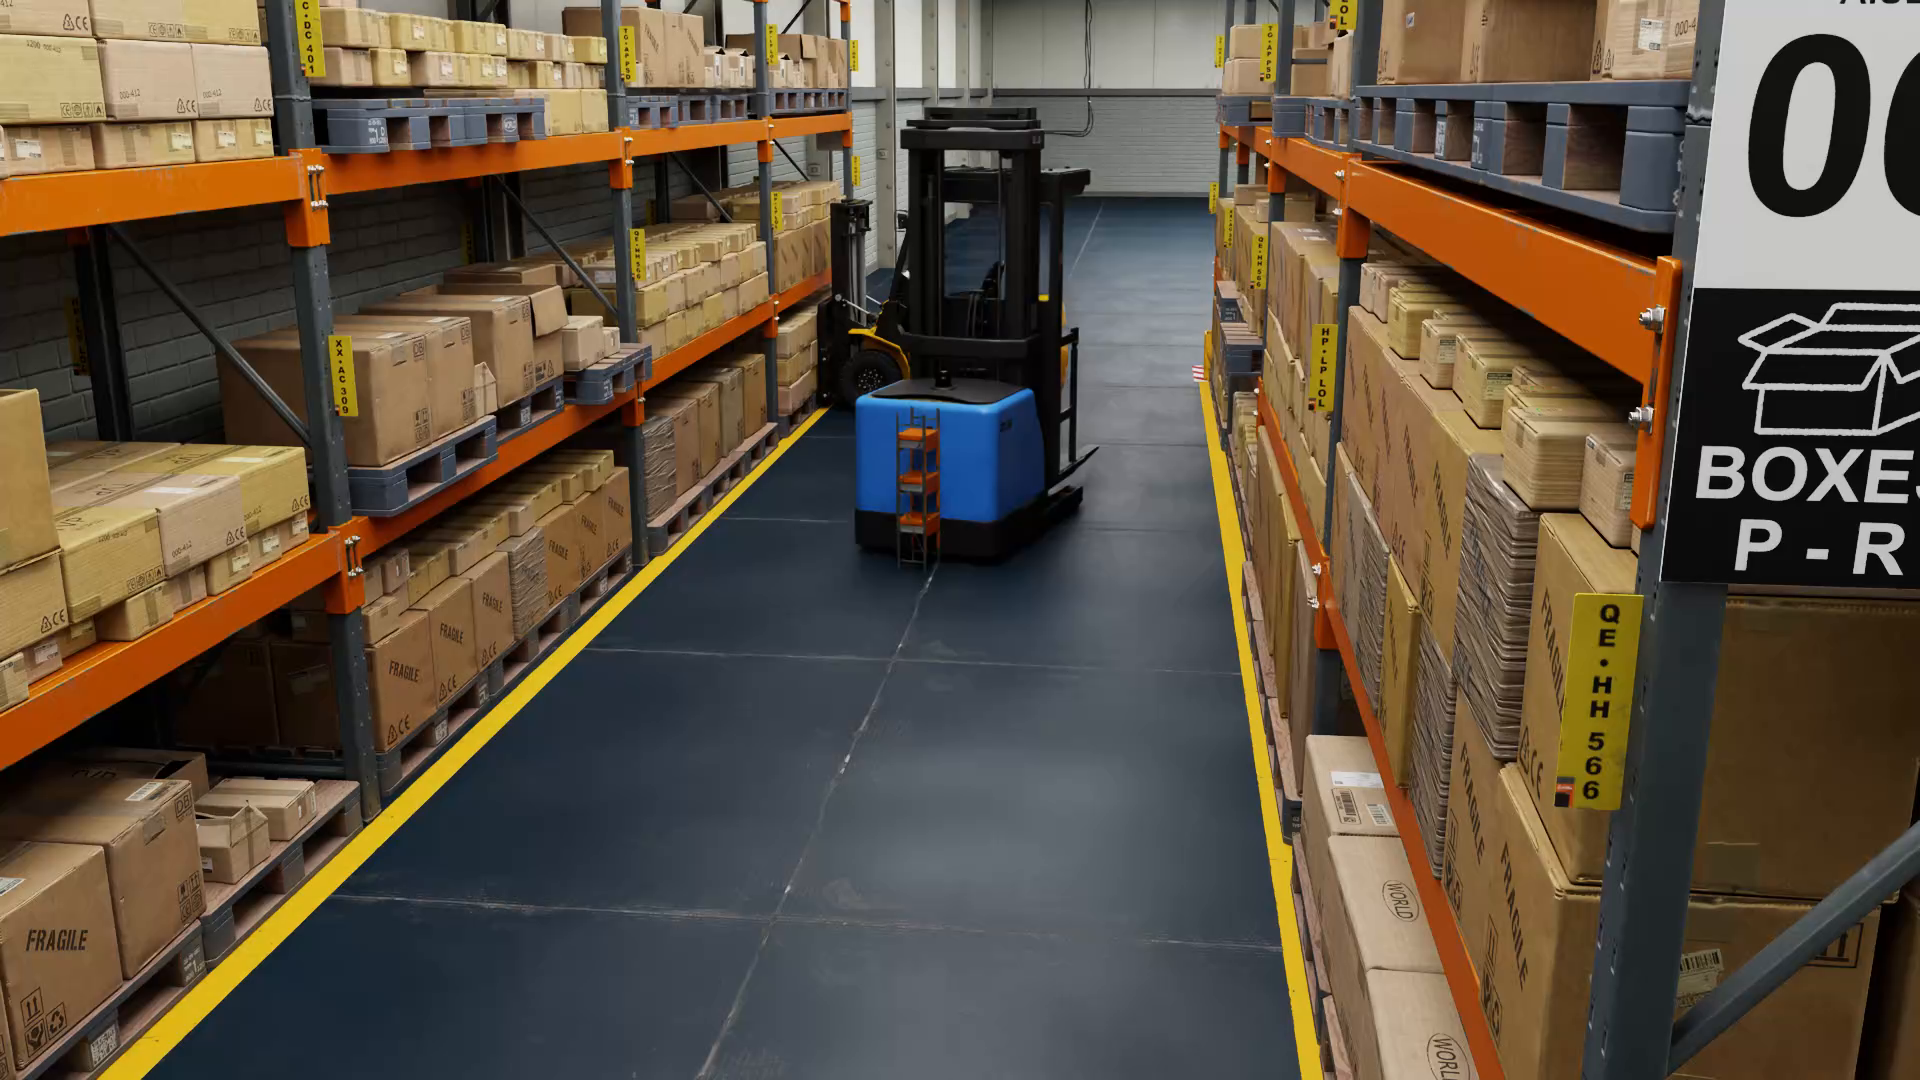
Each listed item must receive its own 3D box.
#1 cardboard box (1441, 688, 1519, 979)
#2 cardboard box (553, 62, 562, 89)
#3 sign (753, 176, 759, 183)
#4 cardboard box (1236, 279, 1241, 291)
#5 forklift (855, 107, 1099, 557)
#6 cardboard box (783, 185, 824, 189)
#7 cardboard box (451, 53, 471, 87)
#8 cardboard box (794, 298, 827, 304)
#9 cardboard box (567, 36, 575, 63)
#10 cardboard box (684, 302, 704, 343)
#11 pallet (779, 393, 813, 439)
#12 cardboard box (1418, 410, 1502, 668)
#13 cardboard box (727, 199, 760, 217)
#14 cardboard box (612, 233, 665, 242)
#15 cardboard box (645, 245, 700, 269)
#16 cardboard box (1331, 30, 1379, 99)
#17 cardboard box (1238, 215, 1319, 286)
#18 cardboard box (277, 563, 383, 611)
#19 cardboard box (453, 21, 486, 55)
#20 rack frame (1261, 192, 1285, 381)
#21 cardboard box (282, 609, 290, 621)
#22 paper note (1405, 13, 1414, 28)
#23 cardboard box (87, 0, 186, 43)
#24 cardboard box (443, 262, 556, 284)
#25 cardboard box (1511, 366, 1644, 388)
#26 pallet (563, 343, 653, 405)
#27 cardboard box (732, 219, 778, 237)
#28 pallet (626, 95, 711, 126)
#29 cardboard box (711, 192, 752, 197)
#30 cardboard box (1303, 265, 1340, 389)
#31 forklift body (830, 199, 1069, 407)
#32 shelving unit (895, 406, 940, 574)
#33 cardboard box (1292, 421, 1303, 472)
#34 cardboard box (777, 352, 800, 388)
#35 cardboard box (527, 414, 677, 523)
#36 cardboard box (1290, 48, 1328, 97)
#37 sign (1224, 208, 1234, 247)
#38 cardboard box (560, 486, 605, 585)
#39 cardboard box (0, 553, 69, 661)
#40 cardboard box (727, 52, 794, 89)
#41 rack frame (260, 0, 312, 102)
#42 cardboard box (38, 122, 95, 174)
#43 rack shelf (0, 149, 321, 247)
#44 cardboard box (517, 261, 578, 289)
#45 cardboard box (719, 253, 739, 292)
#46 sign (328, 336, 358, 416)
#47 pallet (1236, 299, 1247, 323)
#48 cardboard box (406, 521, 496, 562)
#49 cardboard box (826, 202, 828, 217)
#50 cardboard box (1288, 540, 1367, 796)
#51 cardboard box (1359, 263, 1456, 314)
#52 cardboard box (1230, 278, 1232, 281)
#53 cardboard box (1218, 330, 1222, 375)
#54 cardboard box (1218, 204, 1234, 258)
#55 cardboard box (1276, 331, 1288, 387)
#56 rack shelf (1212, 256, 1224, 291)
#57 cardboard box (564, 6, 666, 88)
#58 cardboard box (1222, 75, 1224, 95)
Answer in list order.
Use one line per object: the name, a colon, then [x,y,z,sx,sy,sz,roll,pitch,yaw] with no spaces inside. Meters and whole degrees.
cardboard box: [1.316,0.616,3.446,0.500,0.500,0.500,1,15,5]
cardboard box: [-2.481,-2.628,9.413,0.380,0.149,0.250,2,15,8]
sign: [-2.224,-3.842,18.315,0.100,0.325,0.005,2,15,6]
cardboard box: [2.394,-2.068,13.242,0.380,0.149,0.250,2,15,7]
forklift: [0.285,-1.639,12.110,1.130,2.935,3.031,6,16,20]
cardboard box: [-1.606,-3.578,17.144,0.380,0.149,0.250,2,15,7]
cardboard box: [-2.486,-2.164,7.659,0.380,0.149,0.250,2,15,6]
cardboard box: [-1.515,-2.334,17.094,0.500,0.250,0.500,2,15,7]
cardboard box: [-2.456,-2.842,9.633,0.380,0.149,0.250,1,15,4]
cardboard box: [-2.171,-1.593,12.094,0.500,0.250,0.500,1,15,4]
pallet: [-1.994,-1.190,15.657,1.003,0.211,1.213,2,15,6]
cardboard box: [1.360,-0.001,3.811,0.500,0.500,0.500,2,15,6]
cardboard box: [-1.872,-2.981,14.935,0.380,0.149,0.250,2,15,7]
cardboard box: [-2.551,-2.344,13.149,0.380,0.149,0.250,2,15,6]
cardboard box: [-2.113,-2.064,12.114,0.380,0.149,0.250,2,15,7]
cardboard box: [1.795,-1.953,6.758,0.500,0.311,0.500,2,15,6]
cardboard box: [2.297,-2.076,12.026,0.500,0.500,0.500,1,15,4]
cardboard box: [-2.783,0.204,7.332,0.380,0.149,0.250,1,15,5]
cardboard box: [-2.481,-2.378,7.879,0.380,0.149,0.250,2,15,7]
rack frame: [2.356,-1.148,10.161,1.000,3.000,0.127,2,15,6]
cardboard box: [-3.248,0.263,7.686,0.380,0.149,0.250,2,15,6]
paper note: [1.112,-1.288,4.119,0.006,0.032,0.123,2,15,6]
cardboard box: [-2.894,-1.747,5.388,0.500,0.250,0.500,1,15,5]
cardboard box: [-2.790,-1.415,10.154,0.500,0.500,0.500,2,15,9]
cardboard box: [1.414,-0.282,3.609,0.380,0.149,0.250,2,15,6]
pallet: [-2.583,-1.023,10.066,1.213,0.211,1.003,2,15,6]
cardboard box: [-1.828,-2.767,14.715,0.380,0.149,0.250,1,15,5]
pallet: [-2.465,-3.119,12.065,1.003,0.211,1.213,2,15,9]
cardboard box: [-2.213,-3.259,15.963,0.380,0.149,0.250,2,15,6]
cardboard box: [1.757,-0.899,7.134,0.500,0.500,0.500,2,15,7]
forklift body: [-0.075,-2.413,16.465,2.313,2.155,1.214,2,15,6]
shelving unit: [-0.272,-0.327,10.861,0.215,1.050,0.252,6,16,20]
cardboard box: [1.839,-0.424,7.772,0.500,0.250,0.500,1,15,5]
cardboard box: [-1.764,-1.564,15.204,0.500,0.250,0.500,2,15,6]
cardboard box: [-2.492,-0.511,11.550,0.875,0.625,0.625,2,15,8]
cardboard box: [2.473,-2.890,10.665,0.700,0.500,0.500,2,15,6]
sign: [2.267,-2.617,13.937,0.100,0.325,0.005,2,15,6]
cardboard box: [-2.477,-0.044,10.062,0.500,0.500,0.500,1,15,5]
cardboard box: [-3.013,0.205,4.875,0.500,0.250,0.500,1,15,5]
cardboard box: [-1.789,-4.195,14.859,0.500,0.311,0.500,2,15,7]
rack frame: [-3.028,-3.152,6.079,1.000,3.000,0.127,2,15,6]
cardboard box: [-2.936,-1.216,5.147,0.380,0.149,0.250,2,15,8]
rack shelf: [-3.253,-0.838,4.646,1.077,0.370,4.000,2,15,6]
cardboard box: [-2.741,-1.745,10.935,0.380,0.149,0.250,2,15,8]
cardboard box: [-2.041,-2.099,13.007,0.500,0.250,0.500,2,15,7]
sign: [-2.488,-0.660,6.697,0.100,0.325,0.005,2,15,6]
pallet: [2.539,-1.570,12.090,1.003,0.211,1.213,2,15,6]
cardboard box: [-2.638,0.009,8.623,0.380,0.149,0.250,2,15,8]
cardboard box: [-1.546,-3.364,16.923,0.380,0.149,0.250,1,15,4]
cardboard box: [1.895,0.549,7.151,0.875,0.875,0.875,2,15,8]
cardboard box: [1.611,-0.881,5.822,0.380,0.149,0.250,1,15,5]
cardboard box: [2.562,-2.222,14.612,0.380,0.149,0.250,2,15,8]
cardboard box: [2.720,-1.849,15.779,0.500,0.500,0.500,3,15,9]
cardboard box: [2.818,-3.034,16.373,0.500,0.500,0.500,1,15,5]
cardboard box: [1.926,-0.930,8.684,0.500,0.250,0.500,2,15,6]
rack shelf: [3.033,-2.357,16.010,1.077,0.370,4.000,2,15,6]
cardboard box: [-2.252,-3.221,10.894,0.500,0.500,0.500,2,15,7]
cardboard box: [2.871,-4.489,16.489,0.500,0.250,0.500,1,15,5]
